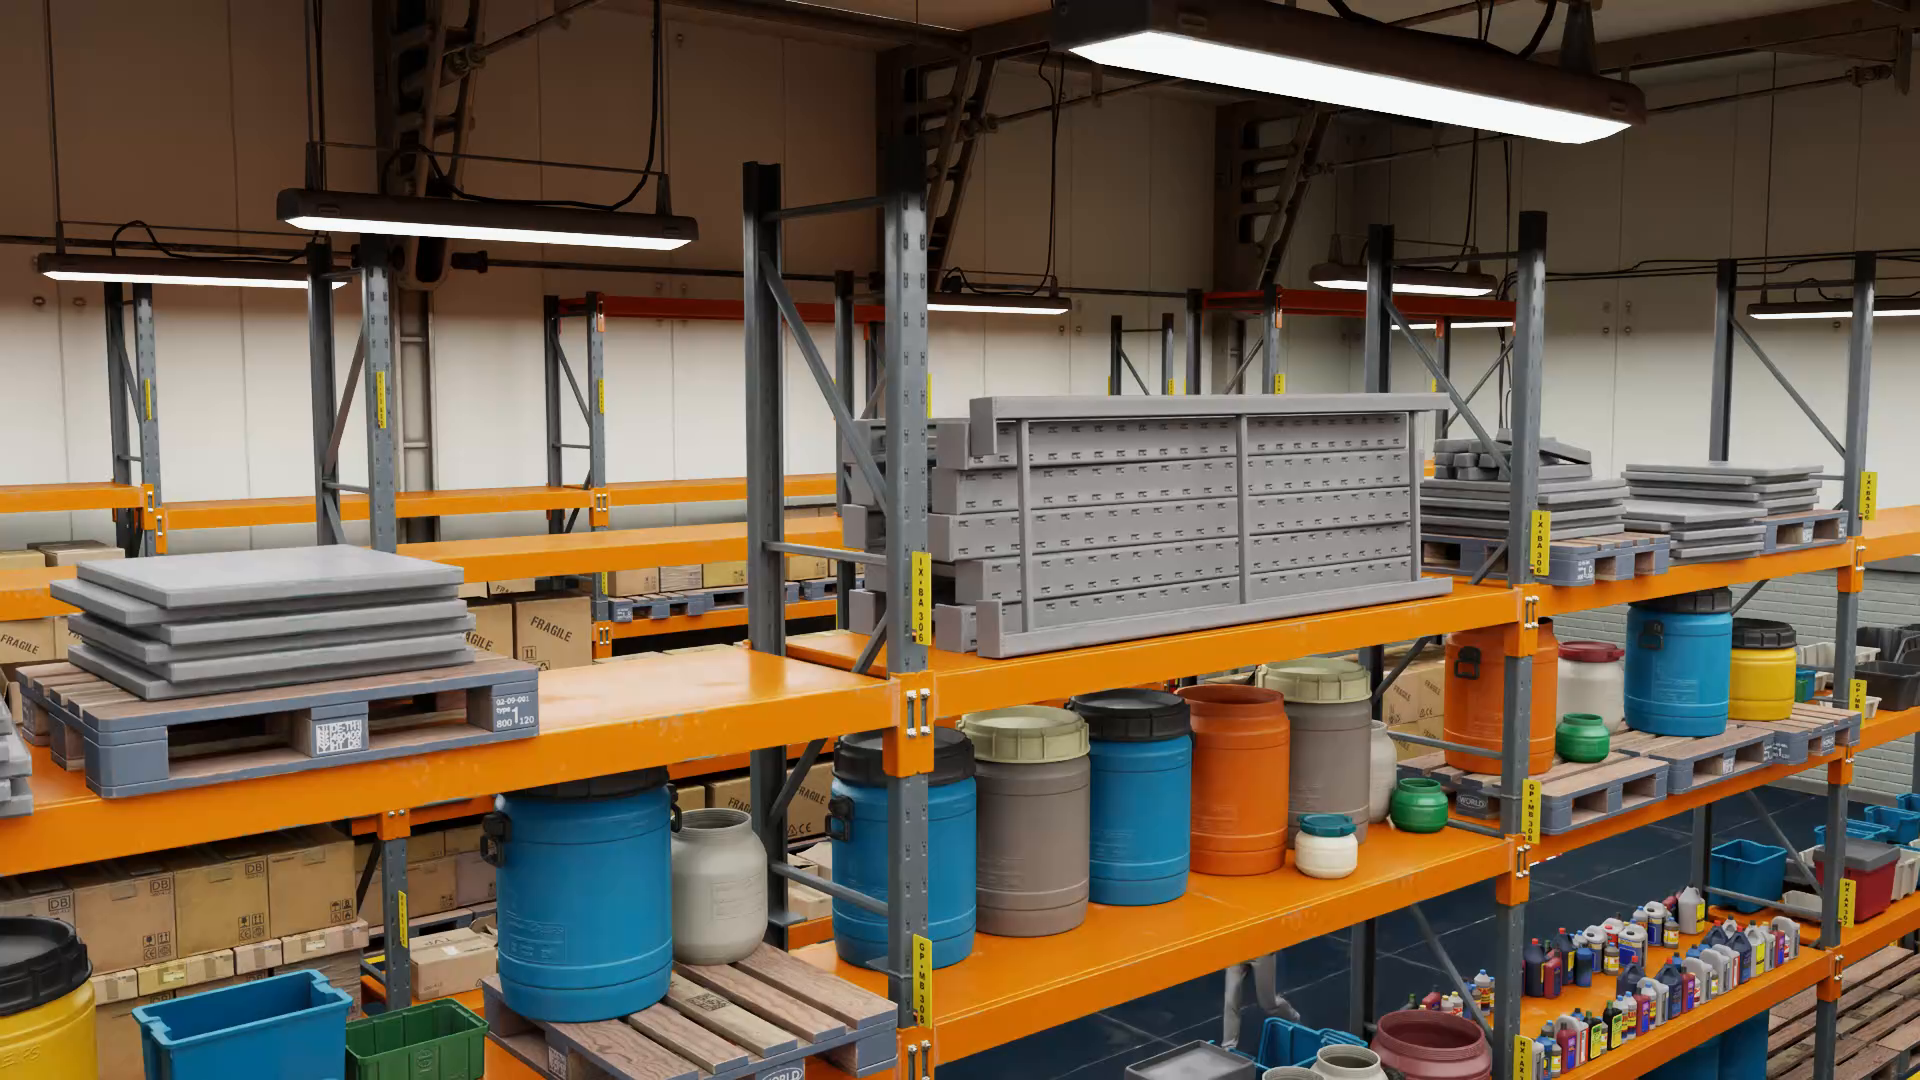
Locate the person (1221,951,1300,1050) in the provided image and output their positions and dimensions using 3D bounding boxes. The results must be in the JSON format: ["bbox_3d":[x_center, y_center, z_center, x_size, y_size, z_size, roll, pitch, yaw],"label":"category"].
[{"bbox_3d":[2.210,3.106,12.535,0.908,1.672,0.618,-5,8,-44],"label":"person"}]
